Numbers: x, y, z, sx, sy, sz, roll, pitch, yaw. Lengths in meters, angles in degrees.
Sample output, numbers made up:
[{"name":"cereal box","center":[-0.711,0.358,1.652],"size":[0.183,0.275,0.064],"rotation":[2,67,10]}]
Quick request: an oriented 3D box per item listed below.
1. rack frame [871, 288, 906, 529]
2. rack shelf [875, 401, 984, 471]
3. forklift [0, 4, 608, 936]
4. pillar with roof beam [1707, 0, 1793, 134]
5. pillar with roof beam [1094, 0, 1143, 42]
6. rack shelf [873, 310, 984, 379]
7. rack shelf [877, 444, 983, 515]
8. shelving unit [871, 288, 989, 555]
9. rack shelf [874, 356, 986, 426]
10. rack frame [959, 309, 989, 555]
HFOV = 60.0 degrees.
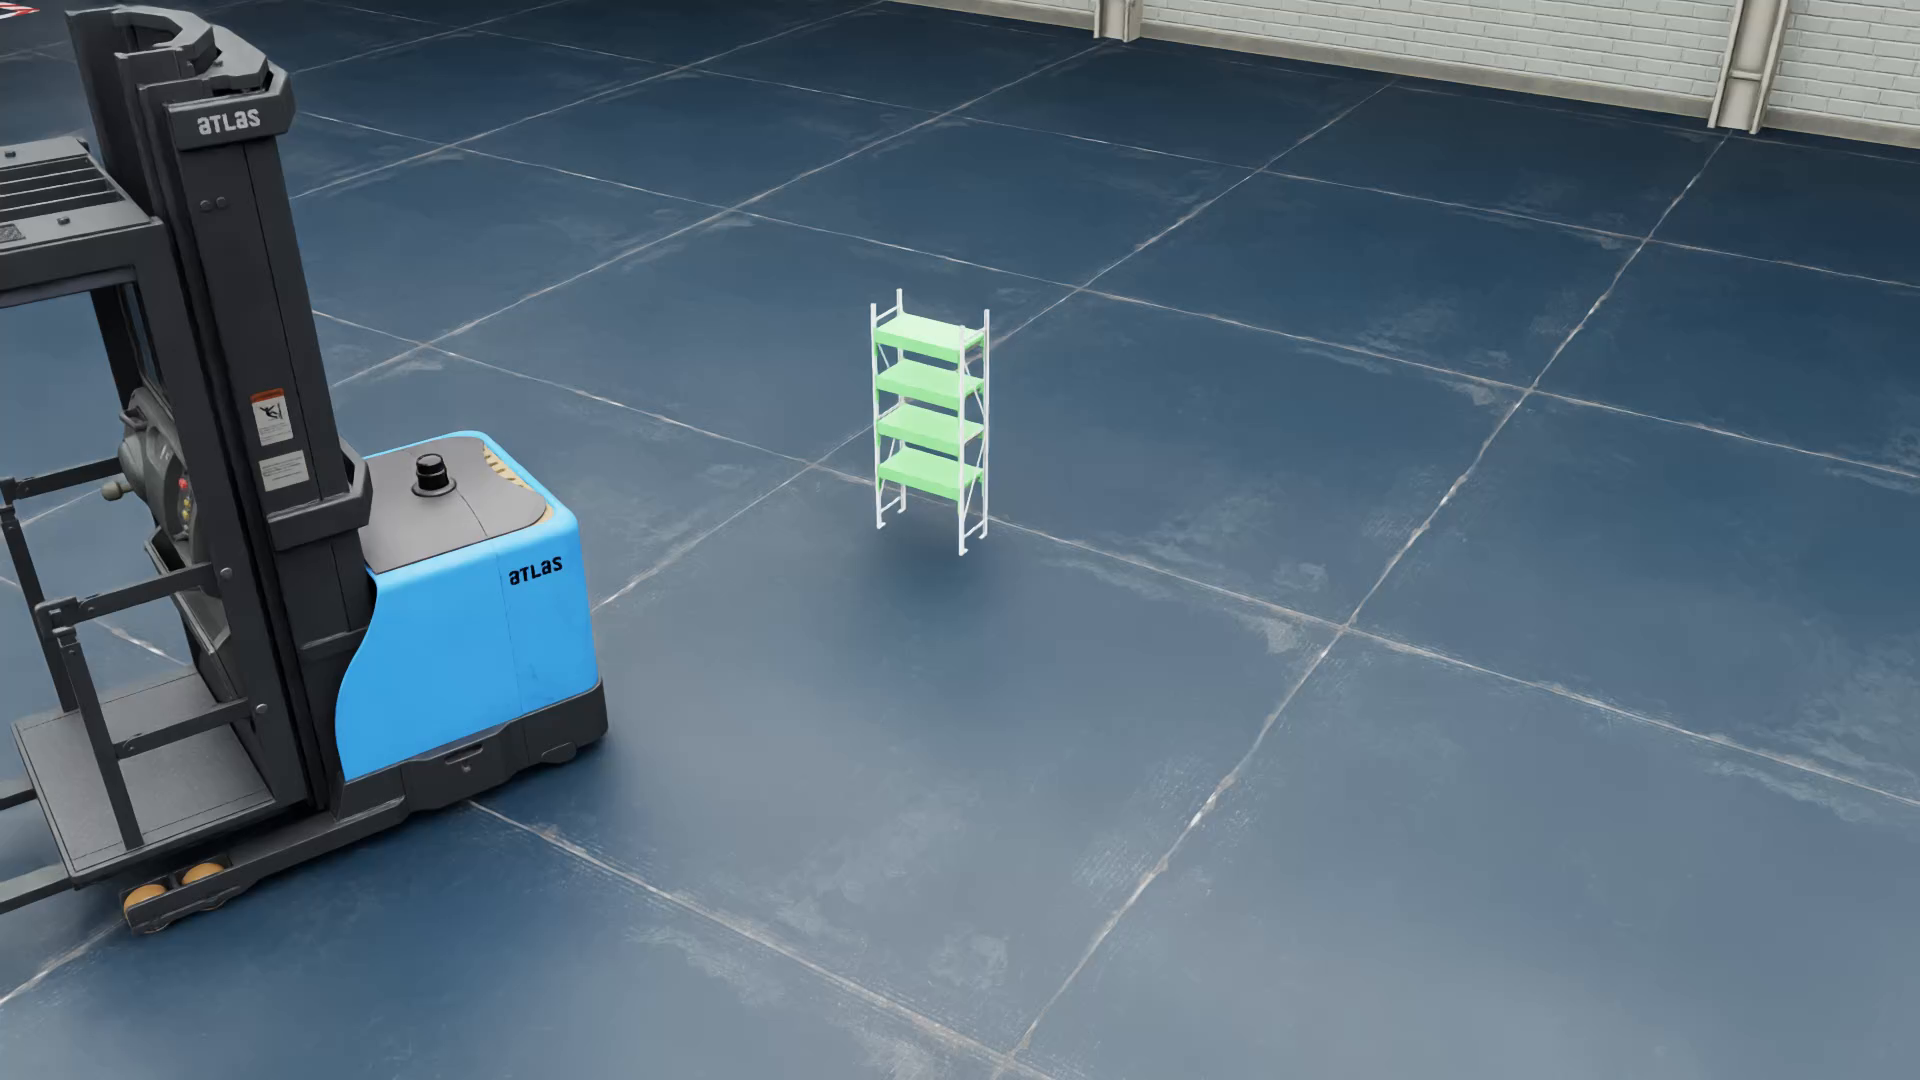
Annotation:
[{"name":"rack frame","center":[-0.347,-0.628,8.136],"size":[0.015,1.200,0.240],"rotation":[18,35,27]},{"name":"rack shelf","center":[-0.140,-0.507,8.056],"size":[0.480,0.148,0.258],"rotation":[18,35,27]},{"name":"forklift","center":[-2.925,-0.182,5.654],"size":[3.031,2.935,1.130],"rotation":[-20,36,-31]},{"name":"pillar with roof beam","center":[4.415,-5.628,8.967],"size":[0.400,9.000,9.100],"rotation":[18,35,27]},{"name":"pillar with roof beam","center":[-0.667,-7.235,11.722],"size":[0.400,9.000,9.100],"rotation":[18,35,27]},{"name":"rack shelf","center":[-0.140,-0.922,7.814],"size":[0.480,0.148,0.258],"rotation":[18,35,27]},{"name":"rack shelf","center":[-0.140,-0.300,8.177],"size":[0.480,0.148,0.258],"rotation":[18,35,27]},{"name":"shelving unit","center":[-0.140,-0.563,8.024],"size":[0.503,1.200,0.258],"rotation":[18,35,27]},{"name":"rack shelf","center":[-0.140,-0.715,7.935],"size":[0.480,0.148,0.258],"rotation":[18,35,27]},{"name":"rack frame","center":[0.066,-0.497,7.912],"size":[0.015,1.200,0.240],"rotation":[18,35,27]}]
